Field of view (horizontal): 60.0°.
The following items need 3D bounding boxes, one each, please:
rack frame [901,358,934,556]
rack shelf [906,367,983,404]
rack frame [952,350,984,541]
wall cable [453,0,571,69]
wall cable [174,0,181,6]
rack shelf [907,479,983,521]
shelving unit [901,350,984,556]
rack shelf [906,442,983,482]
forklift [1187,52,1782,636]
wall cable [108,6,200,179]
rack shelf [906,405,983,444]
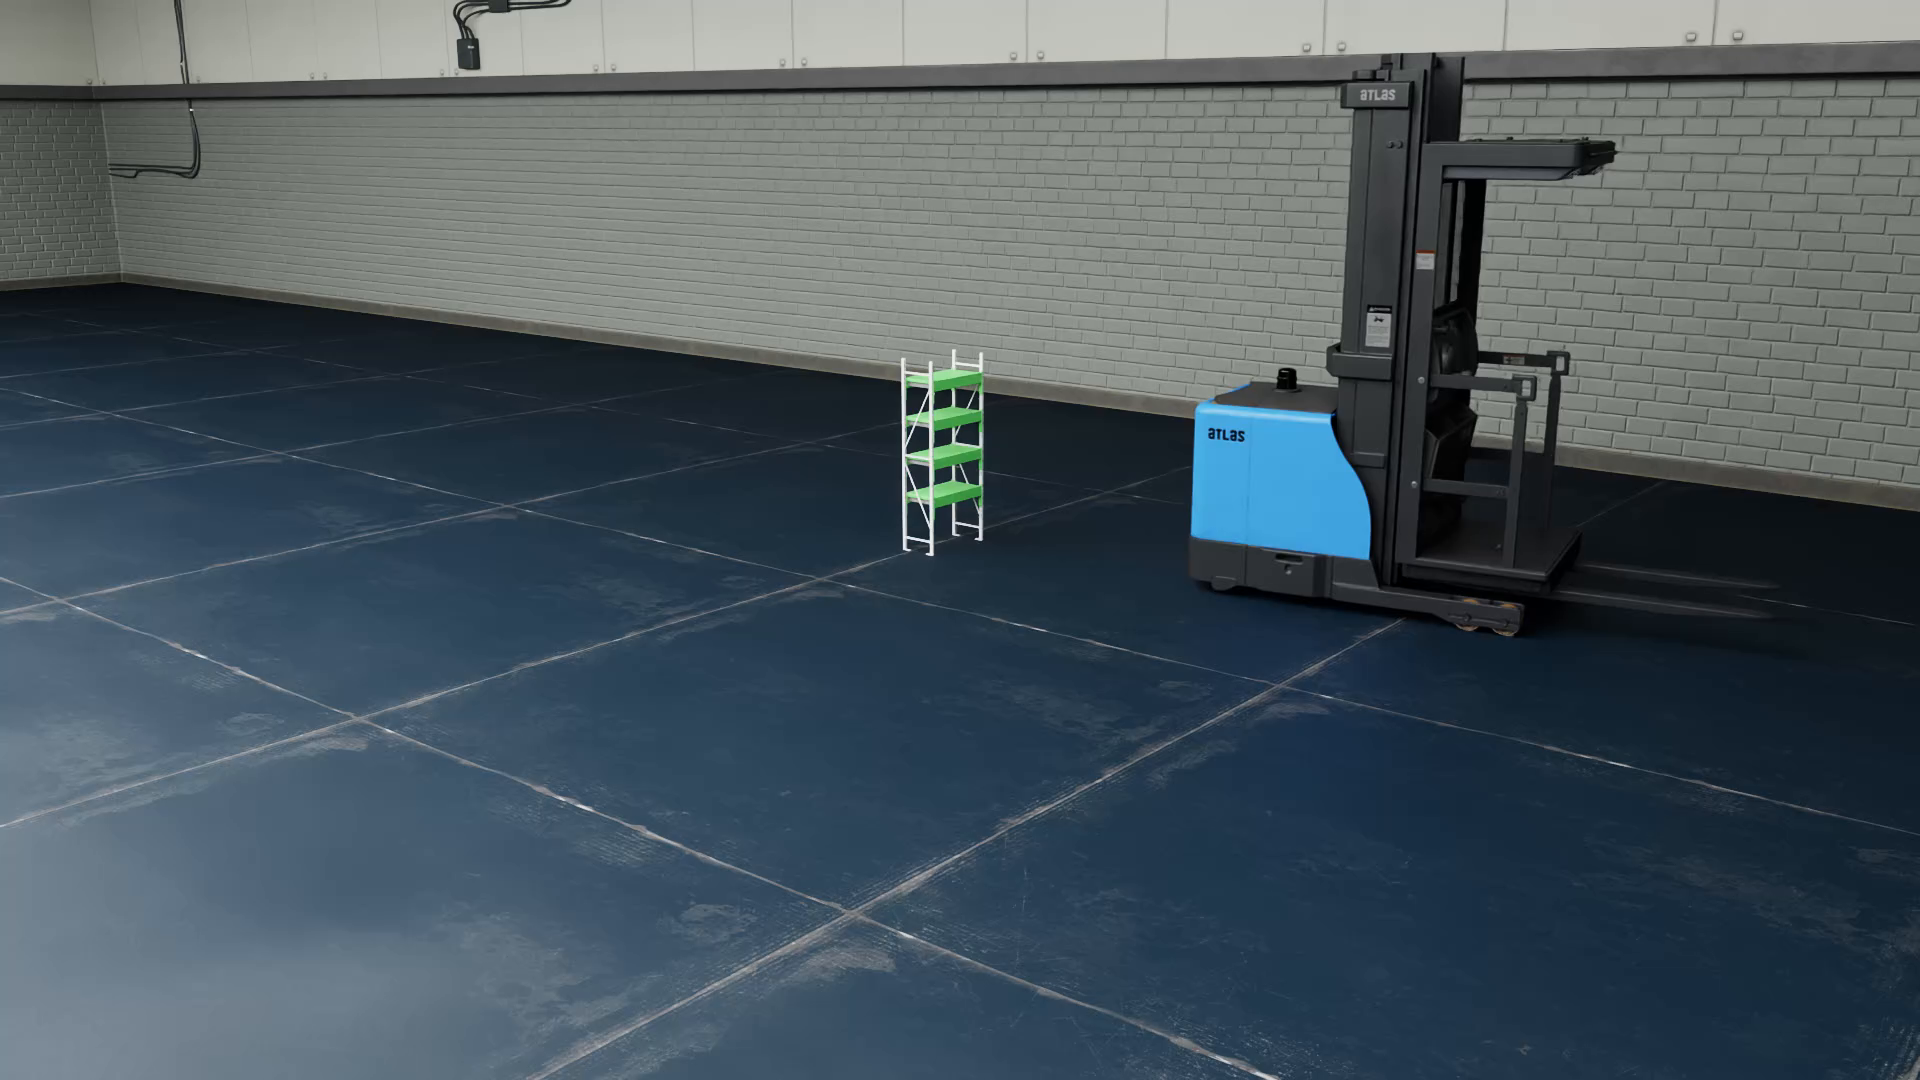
[{"bbox_3d":[-0.257,-0.503,10.166,0.240,1.200,0.015,11,18,38],"label":"rack frame"},{"bbox_3d":[-0.104,-0.953,10.248,0.258,0.148,0.480,11,18,38],"label":"rack shelf"},{"bbox_3d":[0.049,-0.597,10.534,0.240,1.200,0.015,11,18,38],"label":"rack frame"},{"bbox_3d":[-5.260,-8.543,19.070,2.305,6.003,0.169,11,18,38],"label":"wall cable"},{"bbox_3d":[-10.530,-8.892,23.396,3.097,2.526,0.112,11,18,38],"label":"wall cable"},{"bbox_3d":[-0.104,-0.255,10.425,0.258,0.148,0.480,11,18,38],"label":"rack shelf"},{"bbox_3d":[-0.104,-0.550,10.350,0.258,1.200,0.503,11,18,38],"label":"shelving unit"},{"bbox_3d":[-0.104,-0.488,10.366,0.258,0.148,0.480,11,18,38],"label":"rack shelf"},{"bbox_3d":[2.842,-1.069,8.879,3.031,2.935,1.130,8,16,28],"label":"forklift"},{"bbox_3d":[-12.634,-6.862,25.666,3.097,2.526,0.112,11,18,38],"label":"wall cable"},{"bbox_3d":[-0.104,-0.721,10.307,0.258,0.148,0.480,11,18,38],"label":"rack shelf"}]
